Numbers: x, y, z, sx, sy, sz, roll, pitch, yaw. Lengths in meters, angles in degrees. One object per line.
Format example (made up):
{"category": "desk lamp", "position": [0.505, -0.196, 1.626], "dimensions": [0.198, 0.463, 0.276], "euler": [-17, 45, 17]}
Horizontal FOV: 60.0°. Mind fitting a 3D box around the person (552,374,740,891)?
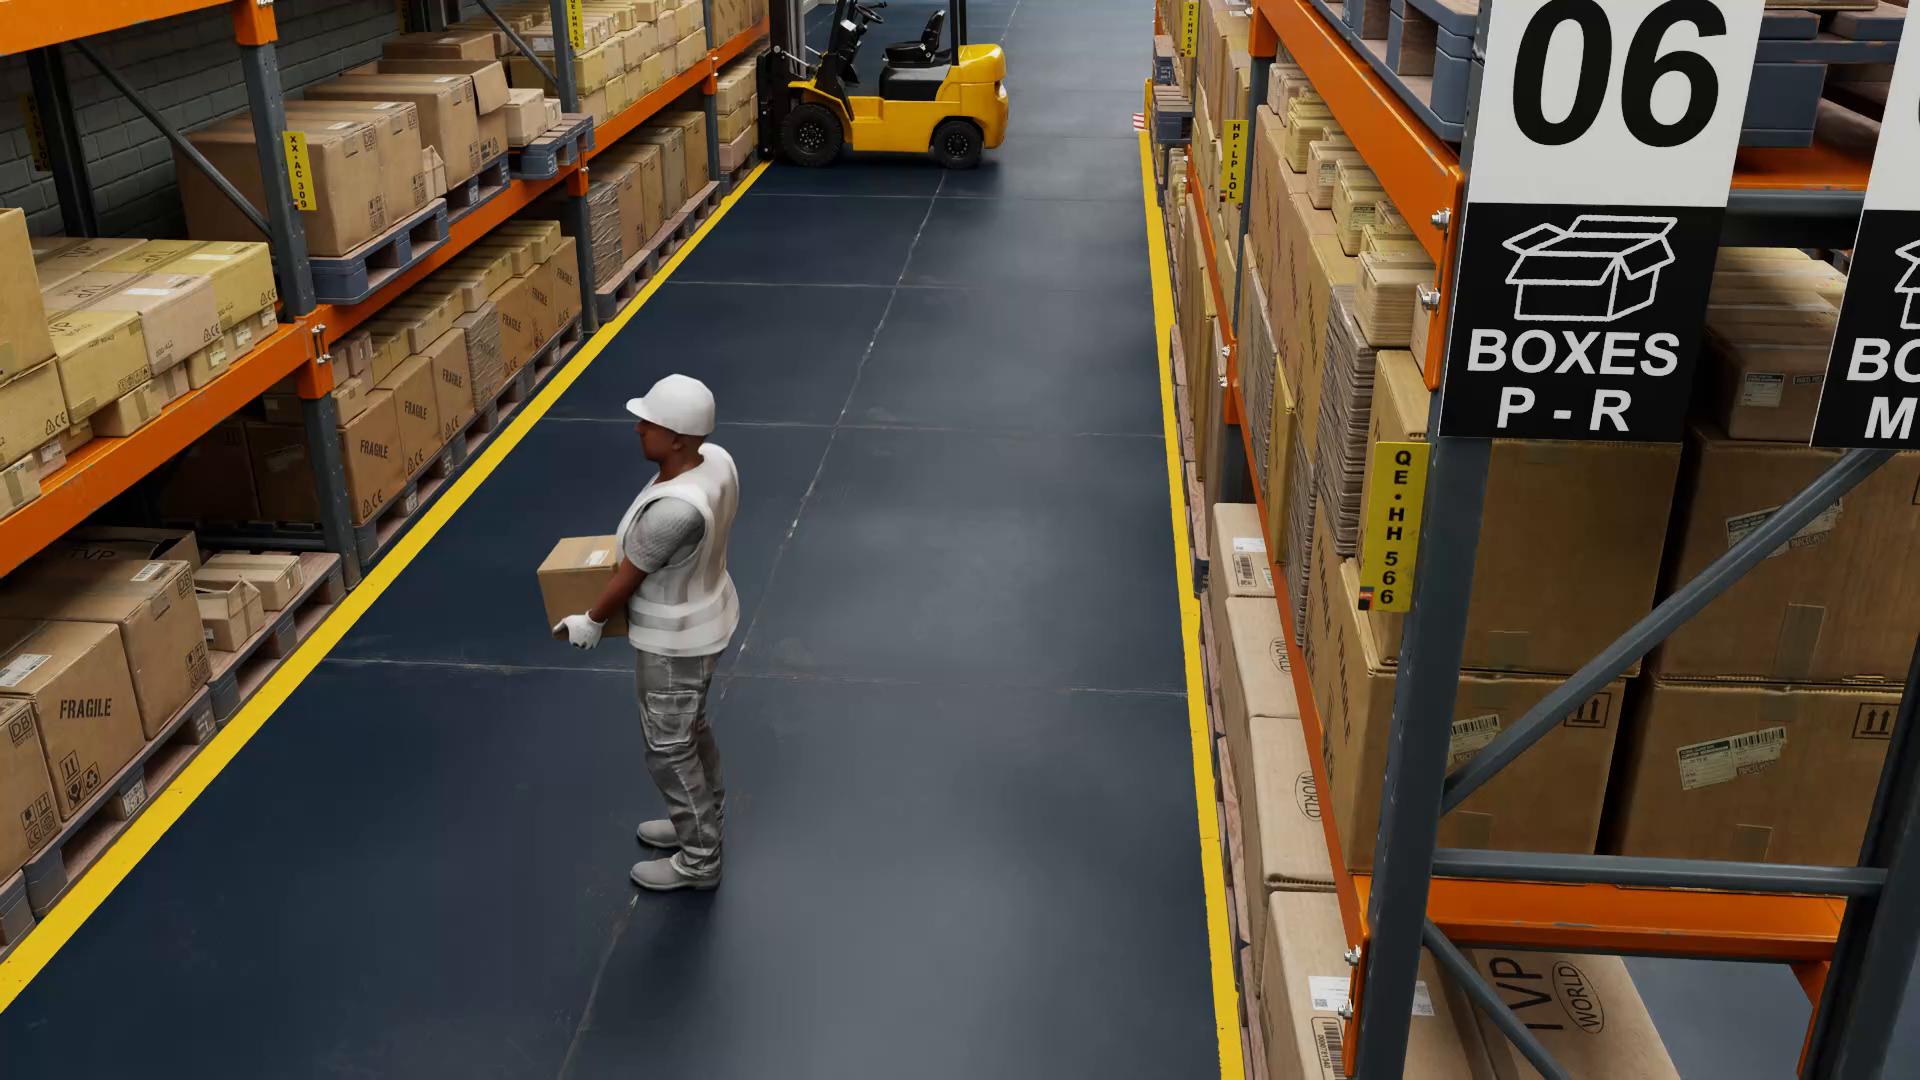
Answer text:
{"category": "person", "position": [-1.002, 0.307, 5.405], "dimensions": [0.572, 1.778, 0.488], "euler": [2, 24, 5]}
